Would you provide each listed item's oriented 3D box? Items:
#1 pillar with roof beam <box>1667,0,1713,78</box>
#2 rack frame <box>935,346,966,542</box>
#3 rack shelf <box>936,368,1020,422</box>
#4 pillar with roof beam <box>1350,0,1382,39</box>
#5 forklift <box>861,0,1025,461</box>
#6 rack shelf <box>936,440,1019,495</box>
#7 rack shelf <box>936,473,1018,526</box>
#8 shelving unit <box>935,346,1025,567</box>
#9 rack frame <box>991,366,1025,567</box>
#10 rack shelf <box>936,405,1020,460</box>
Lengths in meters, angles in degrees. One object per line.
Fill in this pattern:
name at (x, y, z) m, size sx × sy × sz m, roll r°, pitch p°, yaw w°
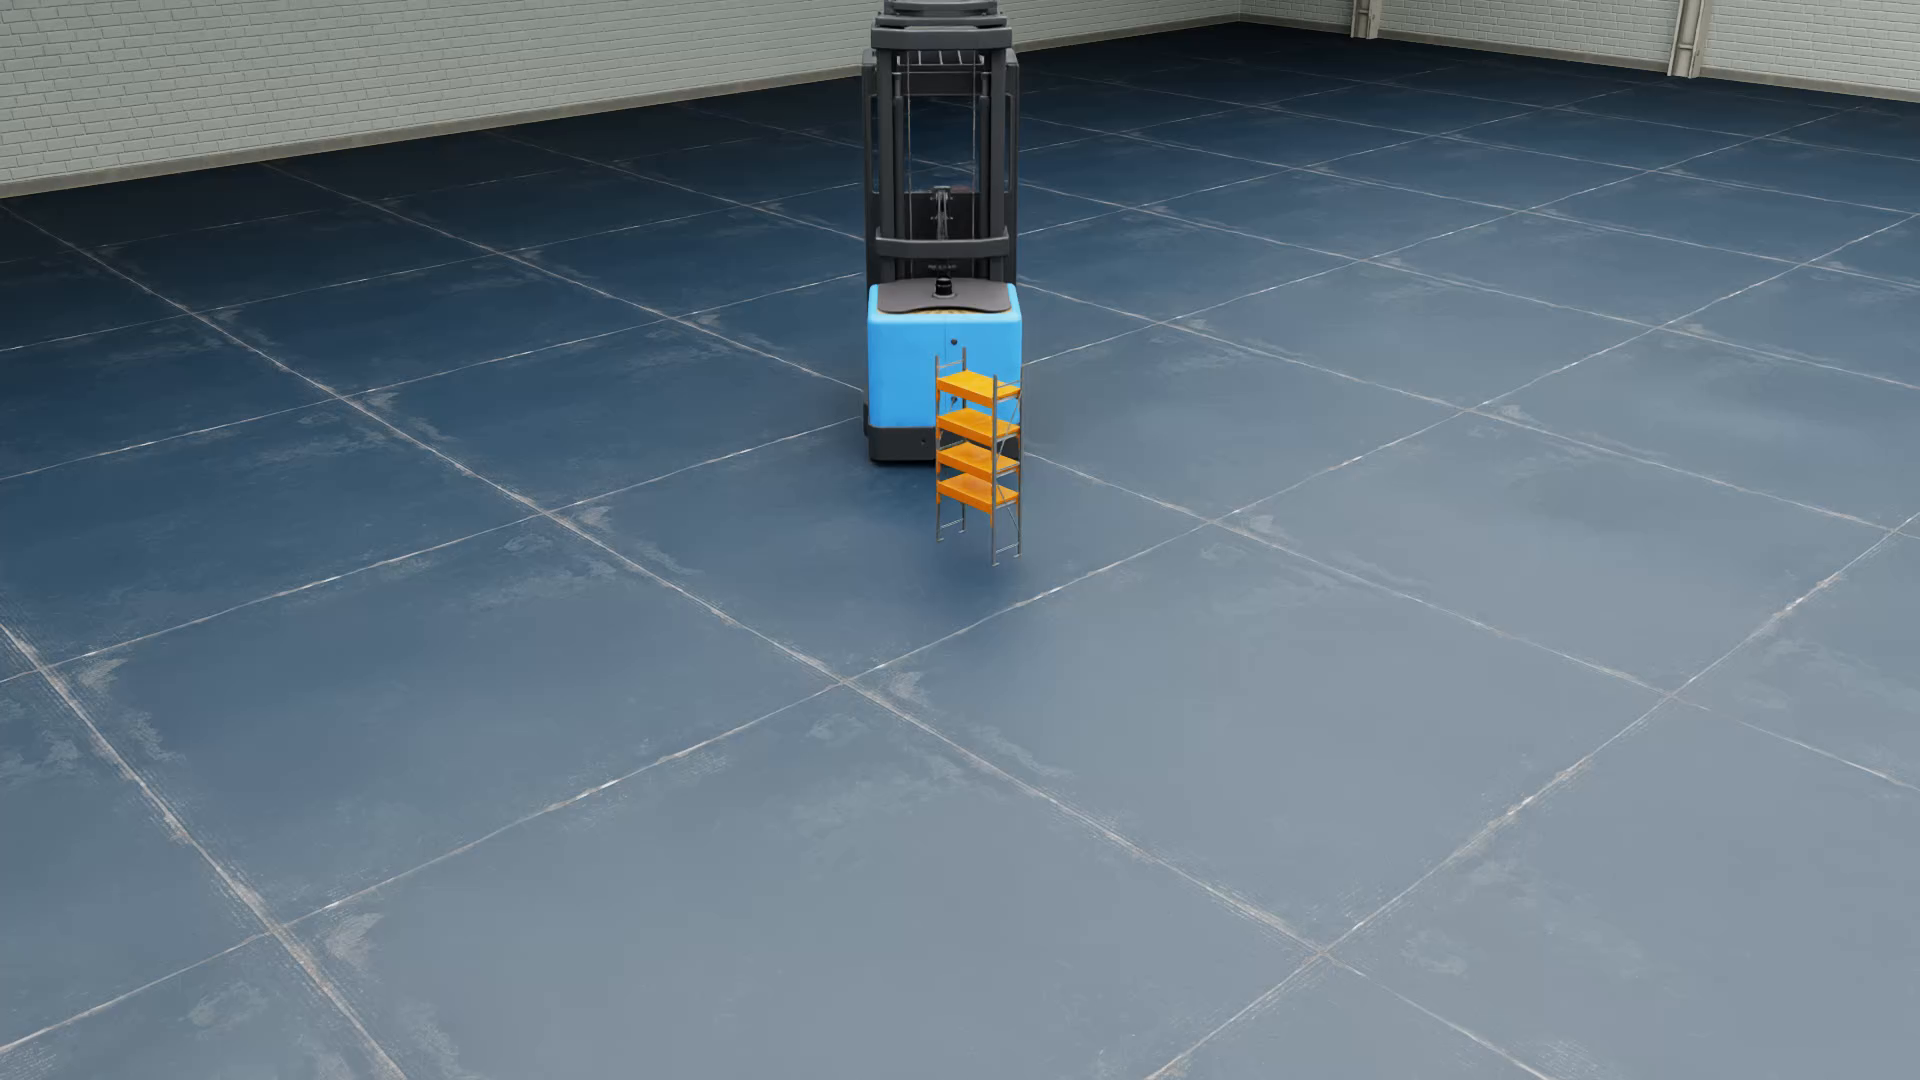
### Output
pillar with roof beam at (8.346, -10.245, 21.866) m, size 9.100 × 9.000 × 0.400 m, roll -21°, pitch 32°, yaw -38°
rack frame at (-0.054, -0.570, 10.053) m, size 0.240 × 1.200 × 0.015 m, roll -21°, pitch 32°, yaw -38°
rack shelf at (0.113, -0.853, 9.728) m, size 0.258 × 0.148 × 0.480 m, roll -21°, pitch 32°, yaw -38°
pillar with roof beam at (4.245, -12.063, 25.851) m, size 9.100 × 9.000 × 0.400 m, roll -21°, pitch 32°, yaw -38°
forklift at (-0.143, -2.438, 12.062) m, size 1.130 × 2.935 × 3.031 m, roll -1°, pitch 25°, yaw -2°
rack shelf at (0.113, -0.435, 9.919) m, size 0.258 × 0.148 × 0.480 m, roll -21°, pitch 32°, yaw -38°
rack shelf at (0.113, -0.254, 10.001) m, size 0.258 × 0.148 × 0.480 m, roll -21°, pitch 32°, yaw -38°
shelving unit at (0.113, -0.496, 9.891) m, size 0.258 × 1.200 × 0.503 m, roll -21°, pitch 32°, yaw -38°
rack frame at (0.280, -0.422, 9.729) m, size 0.240 × 1.200 × 0.015 m, roll -21°, pitch 32°, yaw -38°
rack shelf at (0.113, -0.638, 9.826) m, size 0.258 × 0.148 × 0.480 m, roll -21°, pitch 32°, yaw -38°
